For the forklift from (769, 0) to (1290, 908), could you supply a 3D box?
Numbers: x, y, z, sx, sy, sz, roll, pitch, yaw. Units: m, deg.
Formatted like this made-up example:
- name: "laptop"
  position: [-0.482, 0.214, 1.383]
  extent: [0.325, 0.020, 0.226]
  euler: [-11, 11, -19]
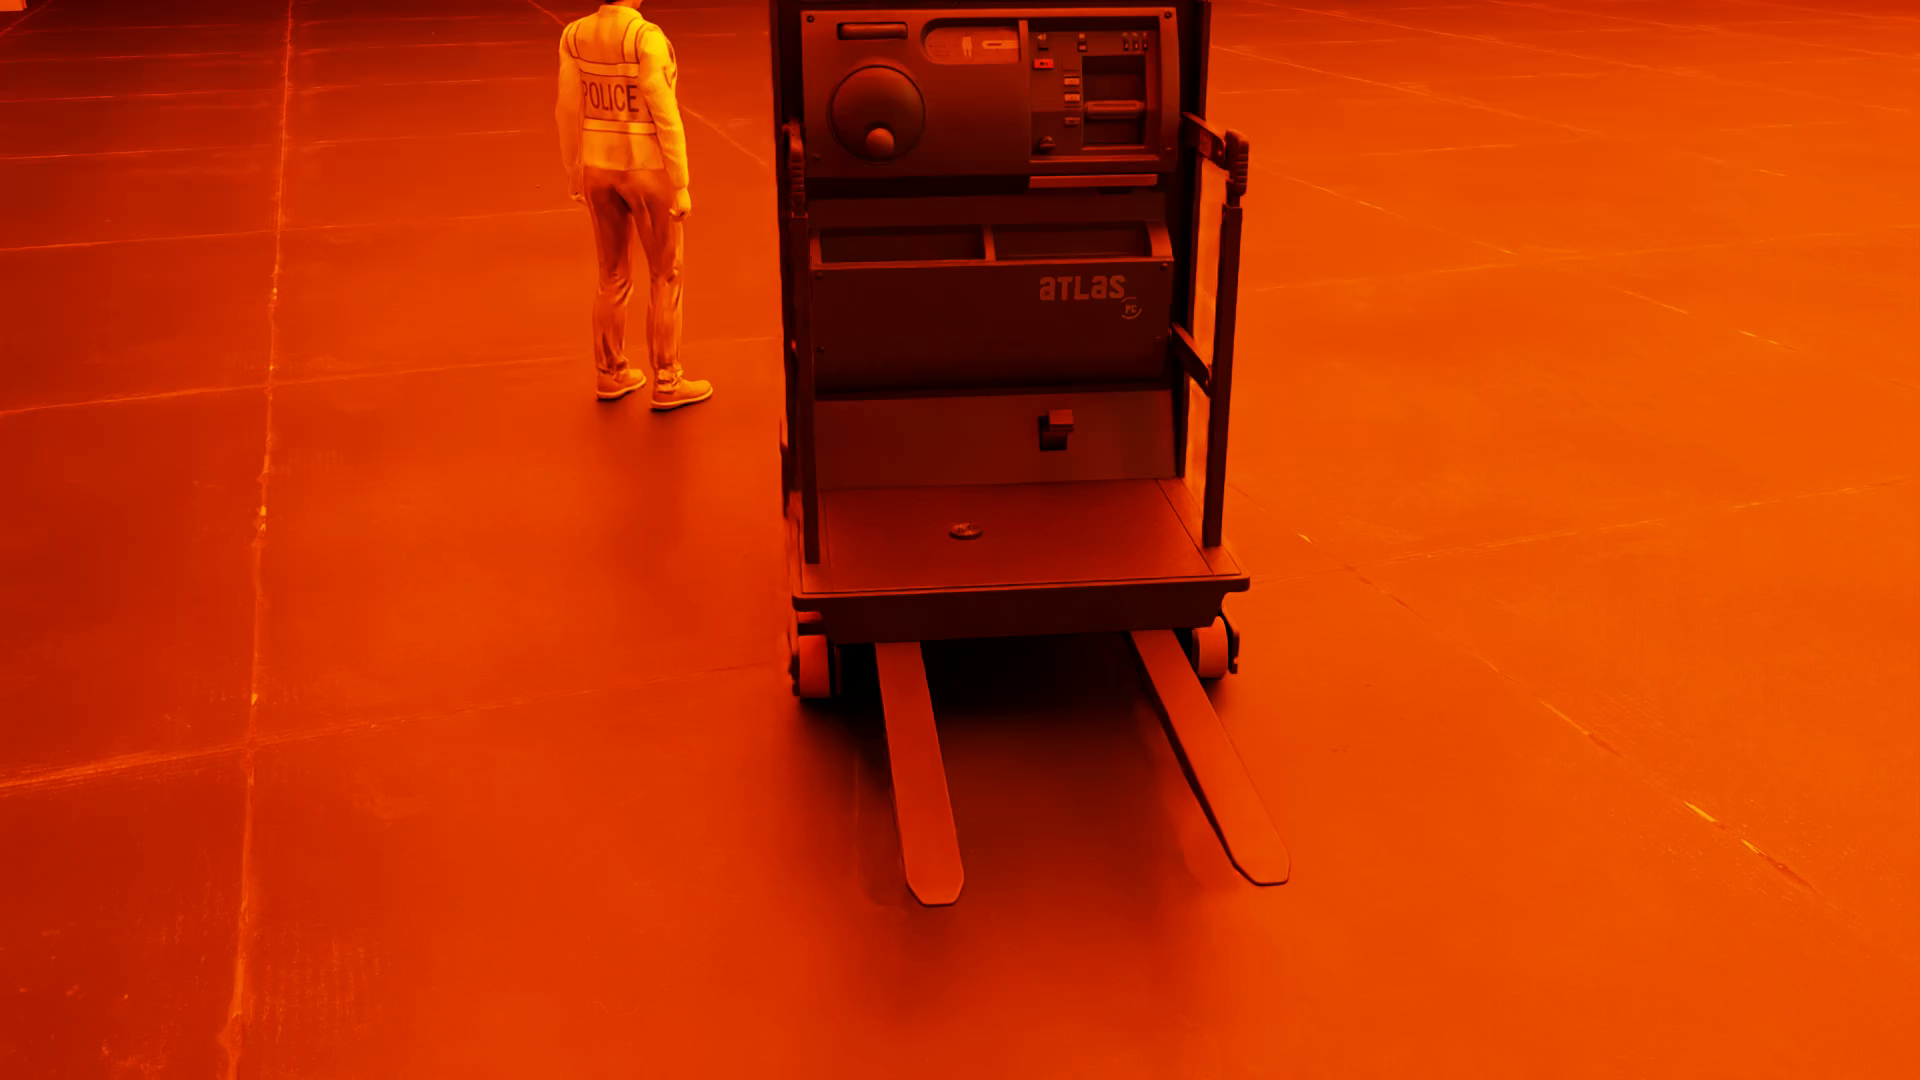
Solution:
- name: "forklift"
  position: [0.103, -1.093, 3.897]
  extent: [1.130, 2.935, 3.031]
  euler: [-2, 23, -6]

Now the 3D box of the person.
- name: "person"
  position: [-1.197, -1.322, 6.058]
  extent: [0.532, 1.680, 0.332]
  euler: [10, 25, 22]
